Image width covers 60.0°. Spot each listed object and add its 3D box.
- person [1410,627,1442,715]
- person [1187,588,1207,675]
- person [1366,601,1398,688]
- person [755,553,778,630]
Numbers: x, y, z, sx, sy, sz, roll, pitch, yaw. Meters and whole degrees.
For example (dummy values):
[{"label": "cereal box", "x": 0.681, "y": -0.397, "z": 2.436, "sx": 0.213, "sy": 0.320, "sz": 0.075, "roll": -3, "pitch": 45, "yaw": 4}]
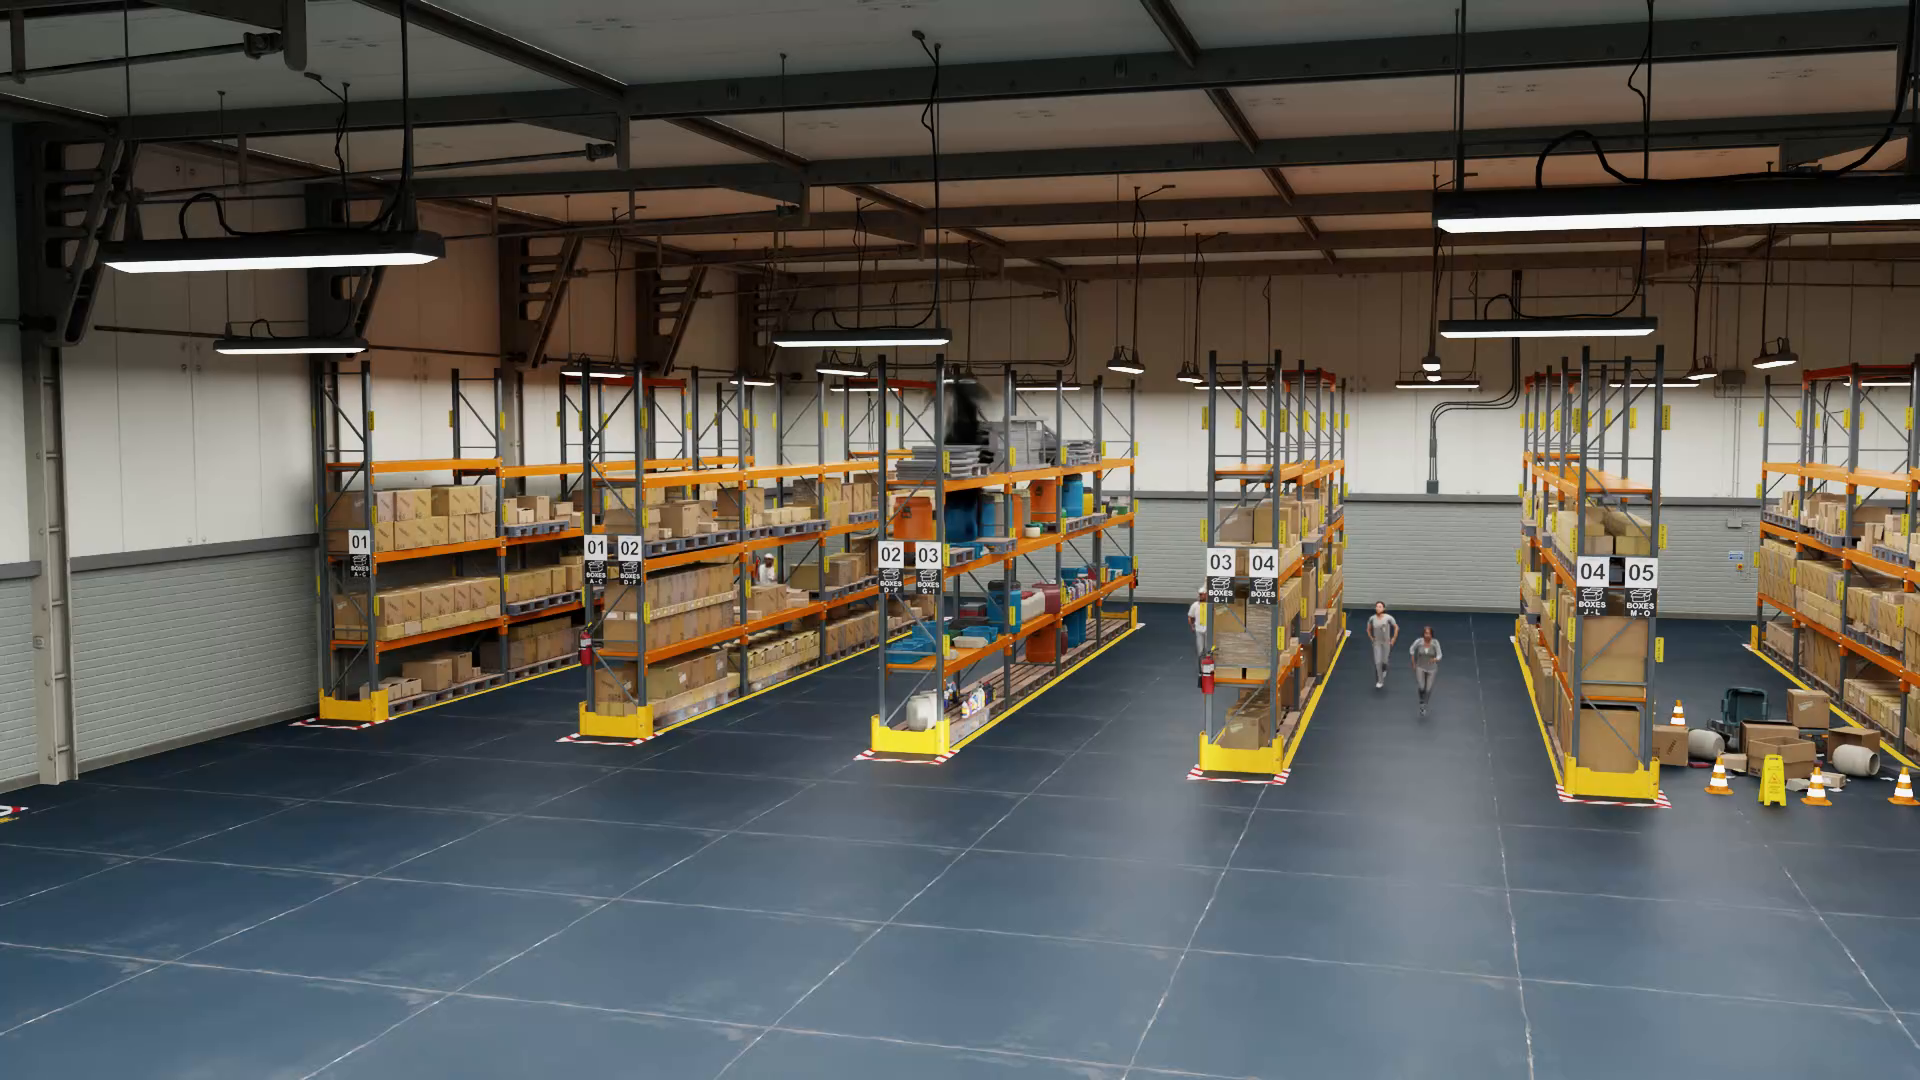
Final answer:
[{"label": "person", "x": 7.870, "y": 2.265, "z": 28.085, "sx": 0.504, "sy": 1.441, "sz": 0.659, "roll": 1, "pitch": 4, "yaw": 9}, {"label": "person", "x": 4.843, "y": 1.800, "z": 32.863, "sx": 0.714, "sy": 1.728, "sz": 0.661, "roll": 2, "pitch": 4, "yaw": 21}, {"label": "person", "x": 7.934, "y": 1.958, "z": 31.297, "sx": 0.579, "sy": 1.633, "sz": 0.638, "roll": 2, "pitch": 4, "yaw": 23}, {"label": "person", "x": -4.629, "y": 1.241, "z": 40.150, "sx": 0.665, "sy": 1.845, "sz": 0.800, "roll": 0, "pitch": 4, "yaw": 3}]
